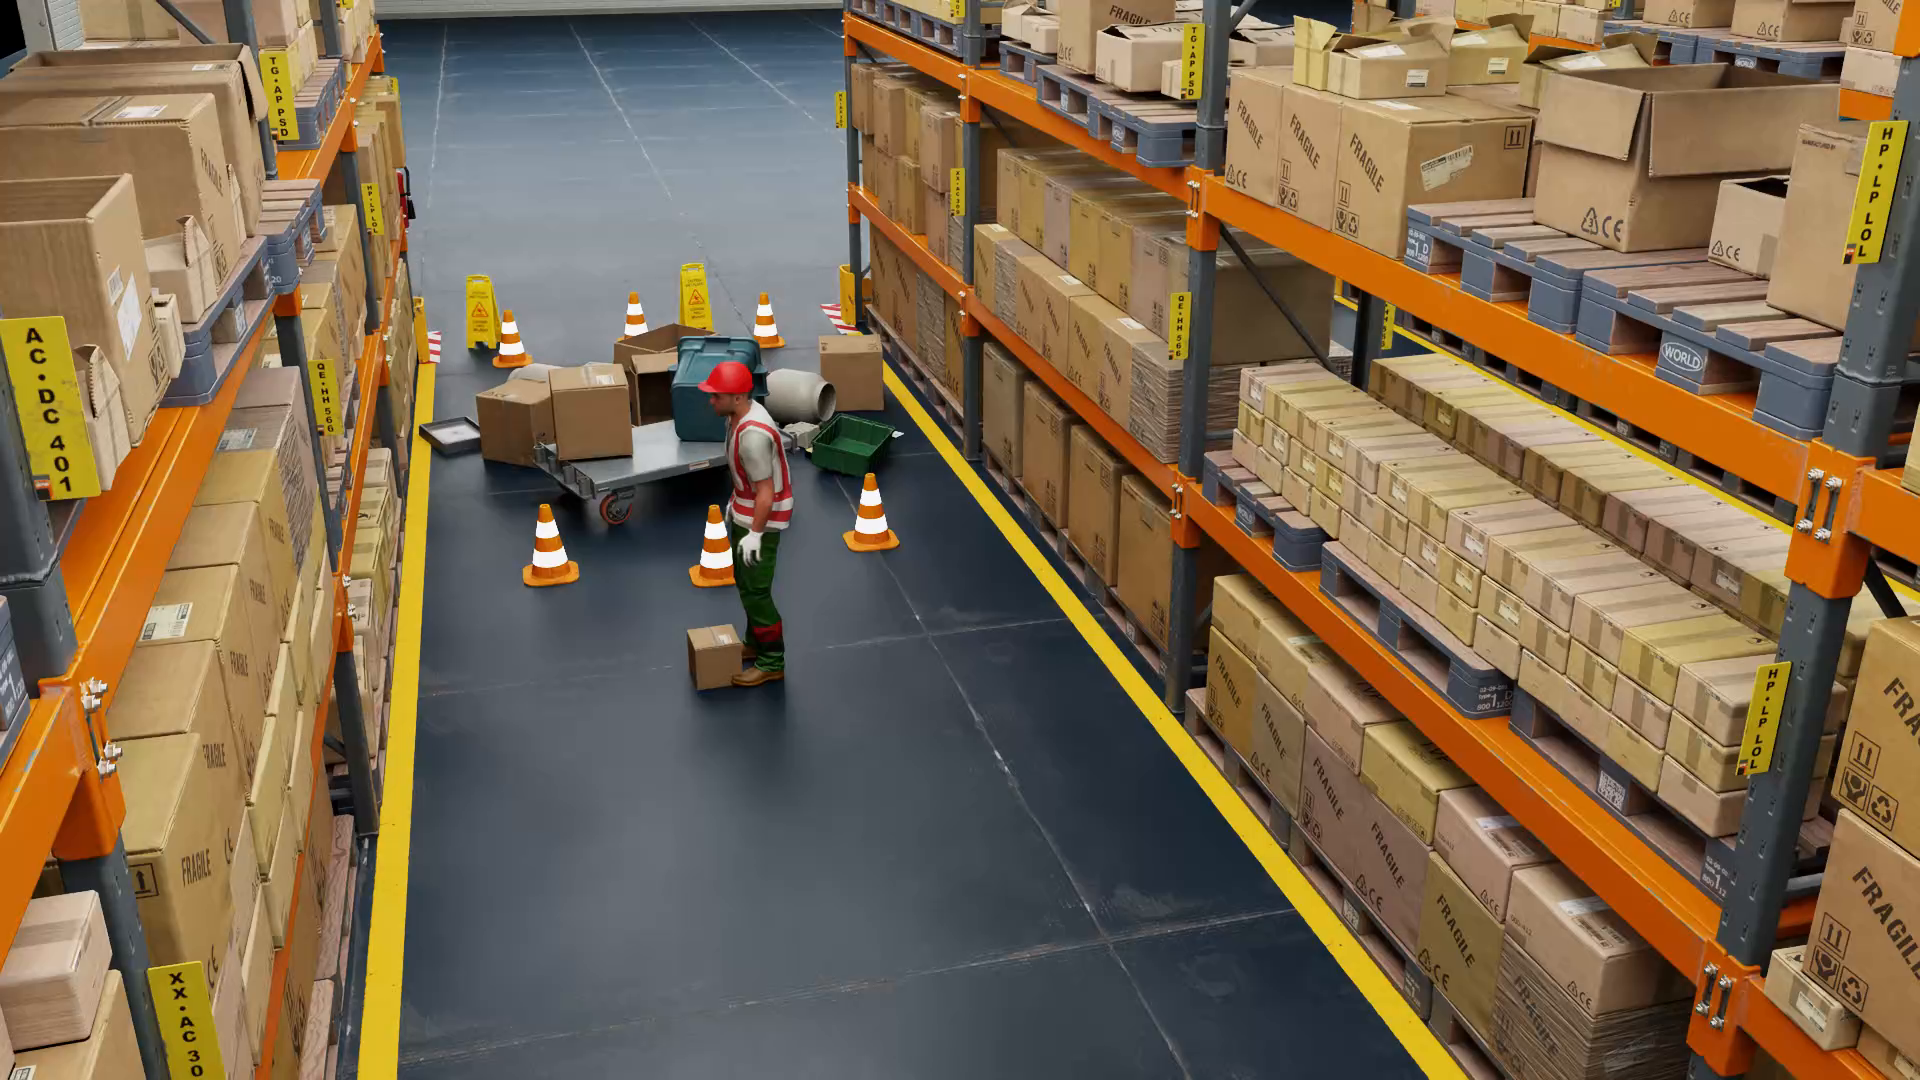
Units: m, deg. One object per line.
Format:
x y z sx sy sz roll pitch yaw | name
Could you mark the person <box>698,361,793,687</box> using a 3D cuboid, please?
-1.118 -0.097 8.806 0.450 1.780 0.607 -6 23 -14 | person
